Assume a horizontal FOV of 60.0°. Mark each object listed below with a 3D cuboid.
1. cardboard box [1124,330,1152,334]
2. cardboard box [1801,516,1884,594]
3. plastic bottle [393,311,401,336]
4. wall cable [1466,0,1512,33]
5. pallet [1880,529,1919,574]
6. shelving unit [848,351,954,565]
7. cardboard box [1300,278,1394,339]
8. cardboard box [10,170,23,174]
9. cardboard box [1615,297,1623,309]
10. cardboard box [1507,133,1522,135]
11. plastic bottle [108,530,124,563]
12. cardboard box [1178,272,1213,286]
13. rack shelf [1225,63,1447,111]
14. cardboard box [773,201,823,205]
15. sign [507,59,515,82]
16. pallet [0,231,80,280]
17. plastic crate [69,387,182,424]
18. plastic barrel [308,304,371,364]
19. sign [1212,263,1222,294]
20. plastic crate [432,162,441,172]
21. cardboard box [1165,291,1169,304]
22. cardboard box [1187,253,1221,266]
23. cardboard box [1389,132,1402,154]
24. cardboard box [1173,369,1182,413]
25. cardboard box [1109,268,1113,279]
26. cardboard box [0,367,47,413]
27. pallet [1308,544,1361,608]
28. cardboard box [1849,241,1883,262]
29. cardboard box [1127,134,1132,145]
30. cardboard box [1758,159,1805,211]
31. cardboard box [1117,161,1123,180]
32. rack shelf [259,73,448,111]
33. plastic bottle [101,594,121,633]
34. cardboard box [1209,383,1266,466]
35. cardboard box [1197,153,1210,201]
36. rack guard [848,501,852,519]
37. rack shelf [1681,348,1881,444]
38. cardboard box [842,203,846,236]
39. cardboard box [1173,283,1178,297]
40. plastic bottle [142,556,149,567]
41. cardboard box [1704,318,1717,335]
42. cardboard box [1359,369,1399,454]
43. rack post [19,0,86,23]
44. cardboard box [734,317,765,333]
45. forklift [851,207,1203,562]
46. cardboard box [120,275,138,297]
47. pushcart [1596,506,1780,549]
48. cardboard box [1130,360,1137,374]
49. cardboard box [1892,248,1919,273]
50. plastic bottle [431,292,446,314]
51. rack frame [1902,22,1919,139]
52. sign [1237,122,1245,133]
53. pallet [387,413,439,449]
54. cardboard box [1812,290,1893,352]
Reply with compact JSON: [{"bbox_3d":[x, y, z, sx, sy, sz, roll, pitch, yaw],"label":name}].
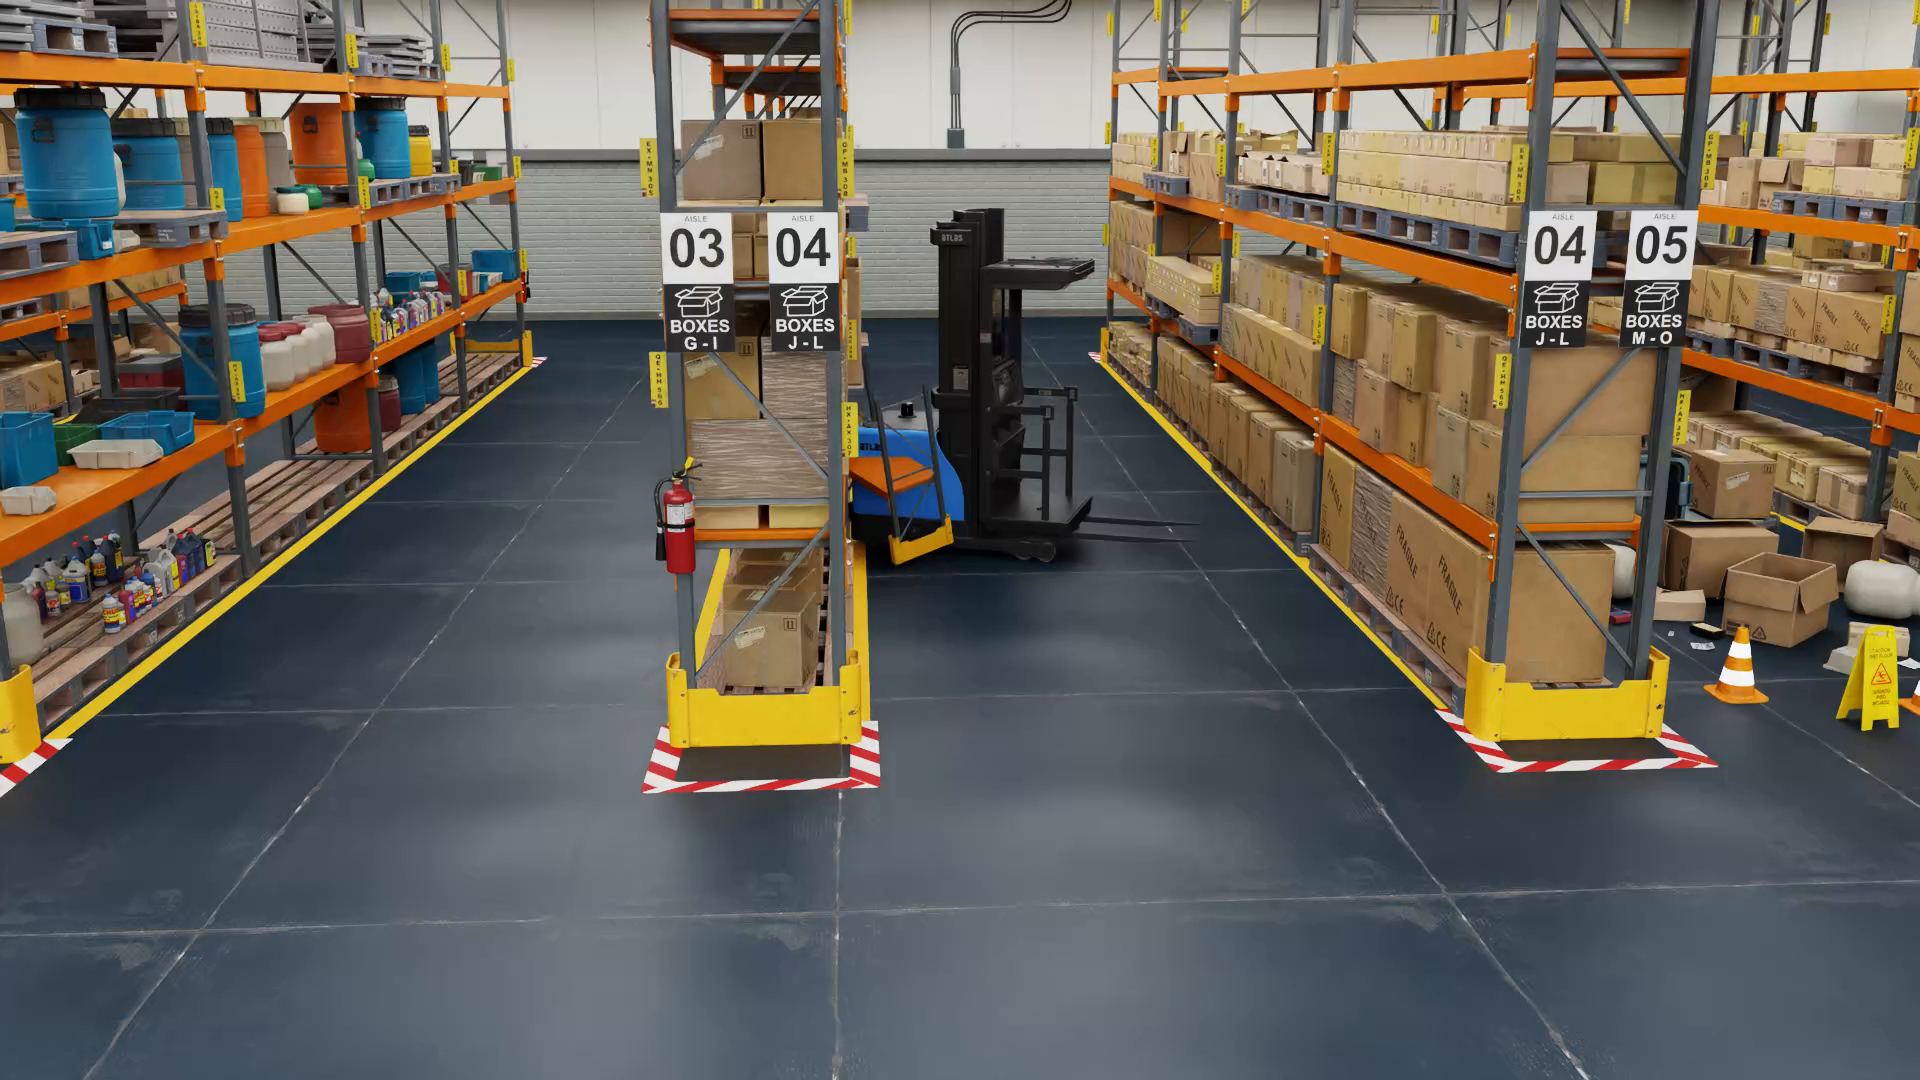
[{"bbox_3d":[2.596,-2.965,24.216,0.380,0.149,0.250,0,14,-1],"label":"cardboard box"},{"bbox_3d":[7.158,0.129,13.518,0.500,0.500,0.500,10,18,35],"label":"cardboard box"},{"bbox_3d":[-6.373,-2.443,18.759,0.097,0.271,0.097,0,14,0],"label":"plastic bottle"},{"bbox_3d":[10.607,-8.731,30.825,2.988,3.039,0.133,-1,14,-3],"label":"wall cable"},{"bbox_3d":[8.527,0.149,14.024,1.003,0.211,1.213,-1,14,-3],"label":"pallet"},{"bbox_3d":[-0.669,-0.724,14.267,0.587,1.500,1.083,-22,30,-26],"label":"shelving unit"},{"bbox_3d":[3.445,-2.050,14.769,0.700,0.500,0.500,-1,14,-4],"label":"cardboard box"},{"bbox_3d":[-11.607,-4.558,21.001,0.500,0.250,0.500,-1,14,-3],"label":"cardboard box"},{"bbox_3d":[7.883,-2.776,19.095,0.500,0.250,0.500,-1,14,-5],"label":"cardboard box"},{"bbox_3d":[3.967,-2.708,11.374,0.380,0.149,0.250,-1,14,-3],"label":"cardboard box"},{"bbox_3d":[-6.802,0.056,13.383,0.097,0.271,0.097,0,14,0],"label":"plastic bottle"},{"bbox_3d":[2.721,-3.000,19.134,0.380,0.149,0.250,-1,14,-3],"label":"cardboard box"},{"bbox_3d":[3.392,-4.127,15.254,1.077,0.370,4.000,-1,14,-3],"label":"rack shelf"},{"bbox_3d":[-0.983,-2.061,10.499,0.380,0.149,0.250,0,14,-1],"label":"cardboard box"},{"bbox_3d":[-6.580,-6.885,24.373,0.100,0.325,0.005,-1,14,-3],"label":"sign"},{"bbox_3d":[-6.090,-1.712,10.021,1.003,0.211,1.213,-1,14,-3],"label":"pallet"},{"bbox_3d":[-6.479,-0.976,12.926,0.767,0.338,0.504,-1,14,-3],"label":"plastic crate"},{"bbox_3d":[-6.301,-2.089,16.851,0.600,0.536,0.708,-1,14,-3],"label":"plastic barrel"},{"bbox_3d":[2.727,-2.773,17.619,0.100,0.325,0.005,-1,14,-3],"label":"sign"},{"bbox_3d":[-7.298,-4.962,22.511,0.437,0.282,0.530,-1,14,-3],"label":"plastic crate"},{"bbox_3d":[2.672,-2.908,19.971,0.380,0.149,0.250,-1,14,-4],"label":"cardboard box"},{"bbox_3d":[3.241,-3.576,22.106,0.500,0.500,0.500,-1,14,-4],"label":"cardboard box"},{"bbox_3d":[3.279,-2.823,11.820,0.380,0.149,0.250,-1,14,-4],"label":"cardboard box"},{"bbox_3d":[2.882,-1.799,20.174,0.500,0.500,0.500,-1,14,-2],"label":"cardboard box"},{"bbox_3d":[2.465,-4.044,25.227,0.380,0.149,0.250,-1,14,-4],"label":"cardboard box"},{"bbox_3d":[-11.485,-1.814,20.190,0.500,0.500,0.500,-1,14,-3],"label":"cardboard box"},{"bbox_3d":[3.485,0.274,13.537,1.003,0.211,1.213,-1,14,-3],"label":"pallet"},{"bbox_3d":[13.082,-4.244,23.702,0.500,0.500,0.500,-1,14,-5],"label":"cardboard box"},{"bbox_3d":[2.564,-5.660,23.482,0.380,0.149,0.250,0,14,-2],"label":"cardboard box"},{"bbox_3d":[8.325,-3.487,16.331,0.797,0.503,0.637,-1,14,-3],"label":"cardboard box"},{"bbox_3d":[2.573,-5.384,24.215,0.500,0.250,0.500,0,14,-2],"label":"cardboard box"},{"bbox_3d":[-6.756,-4.994,18.624,1.077,0.370,4.000,-1,14,-3],"label":"rack shelf"},{"bbox_3d":[-5.938,0.509,11.622,0.097,0.271,0.097,0,14,0],"label":"plastic bottle"},{"bbox_3d":[3.216,-1.222,17.430,1.050,0.750,0.750,-1,14,-4],"label":"cardboard box"},{"bbox_3d":[2.935,-4.025,18.429,0.500,0.500,0.500,-1,14,-3],"label":"cardboard box"},{"bbox_3d":[-0.862,-0.338,14.940,0.587,0.250,0.087,-22,30,-26],"label":"rack guard"},{"bbox_3d":[8.326,-1.517,16.347,1.077,0.370,4.000,-1,14,-3],"label":"rack shelf"},{"bbox_3d":[-1.152,-2.486,12.949,0.500,0.250,0.500,0,14,-1],"label":"cardboard box"},{"bbox_3d":[2.701,-2.924,19.434,0.380,0.149,0.250,-1,14,-2],"label":"cardboard box"},{"bbox_3d":[-6.125,0.256,12.582,0.061,0.283,0.133,-1,14,-3],"label":"plastic bottle"},{"bbox_3d":[7.992,-2.221,17.301,0.380,0.149,0.250,-2,15,-7],"label":"cardboard box"},{"bbox_3d":[3.523,-0.975,12.495,0.875,0.550,0.550,-1,14,-3],"label":"cardboard box"},{"bbox_3d":[-6.288,-3.494,10.698,0.937,0.300,0.954,-1,14,-4],"label":"rack post"},{"bbox_3d":[-1.510,-1.154,10.688,0.500,0.500,0.500,-1,14,-3],"label":"cardboard box"},{"bbox_3d":[0.605,-1.378,14.500,3.031,2.935,1.130,4,15,15],"label":"forklift"},{"bbox_3d":[-11.680,-3.610,22.838,0.500,0.500,0.500,-1,14,-4],"label":"cardboard box"},{"bbox_3d":[6.178,-0.051,14.465,1.648,0.377,0.936,-6,16,-23],"label":"pushcart"},{"bbox_3d":[2.592,-2.429,23.324,0.380,0.149,0.250,-1,14,-4],"label":"cardboard box"},{"bbox_3d":[12.715,-3.563,21.812,0.700,0.500,0.500,-1,14,-2],"label":"cardboard box"},{"bbox_3d":[-6.533,-2.975,20.819,0.152,0.276,0.135,-1,14,-3],"label":"plastic bottle"},{"bbox_3d":[12.908,-6.341,21.610,1.000,3.000,0.127,-1,14,-3],"label":"rack frame"},{"bbox_3d":[3.574,-5.159,21.211,0.100,0.325,0.005,-1,14,-3],"label":"sign"},{"bbox_3d":[-6.795,-1.281,19.582,1.003,0.211,1.213,-1,14,-3],"label":"pallet"},{"bbox_3d":[8.161,-1.999,15.134,0.500,0.500,0.500,-1,14,-3],"label":"cardboard box"}]
